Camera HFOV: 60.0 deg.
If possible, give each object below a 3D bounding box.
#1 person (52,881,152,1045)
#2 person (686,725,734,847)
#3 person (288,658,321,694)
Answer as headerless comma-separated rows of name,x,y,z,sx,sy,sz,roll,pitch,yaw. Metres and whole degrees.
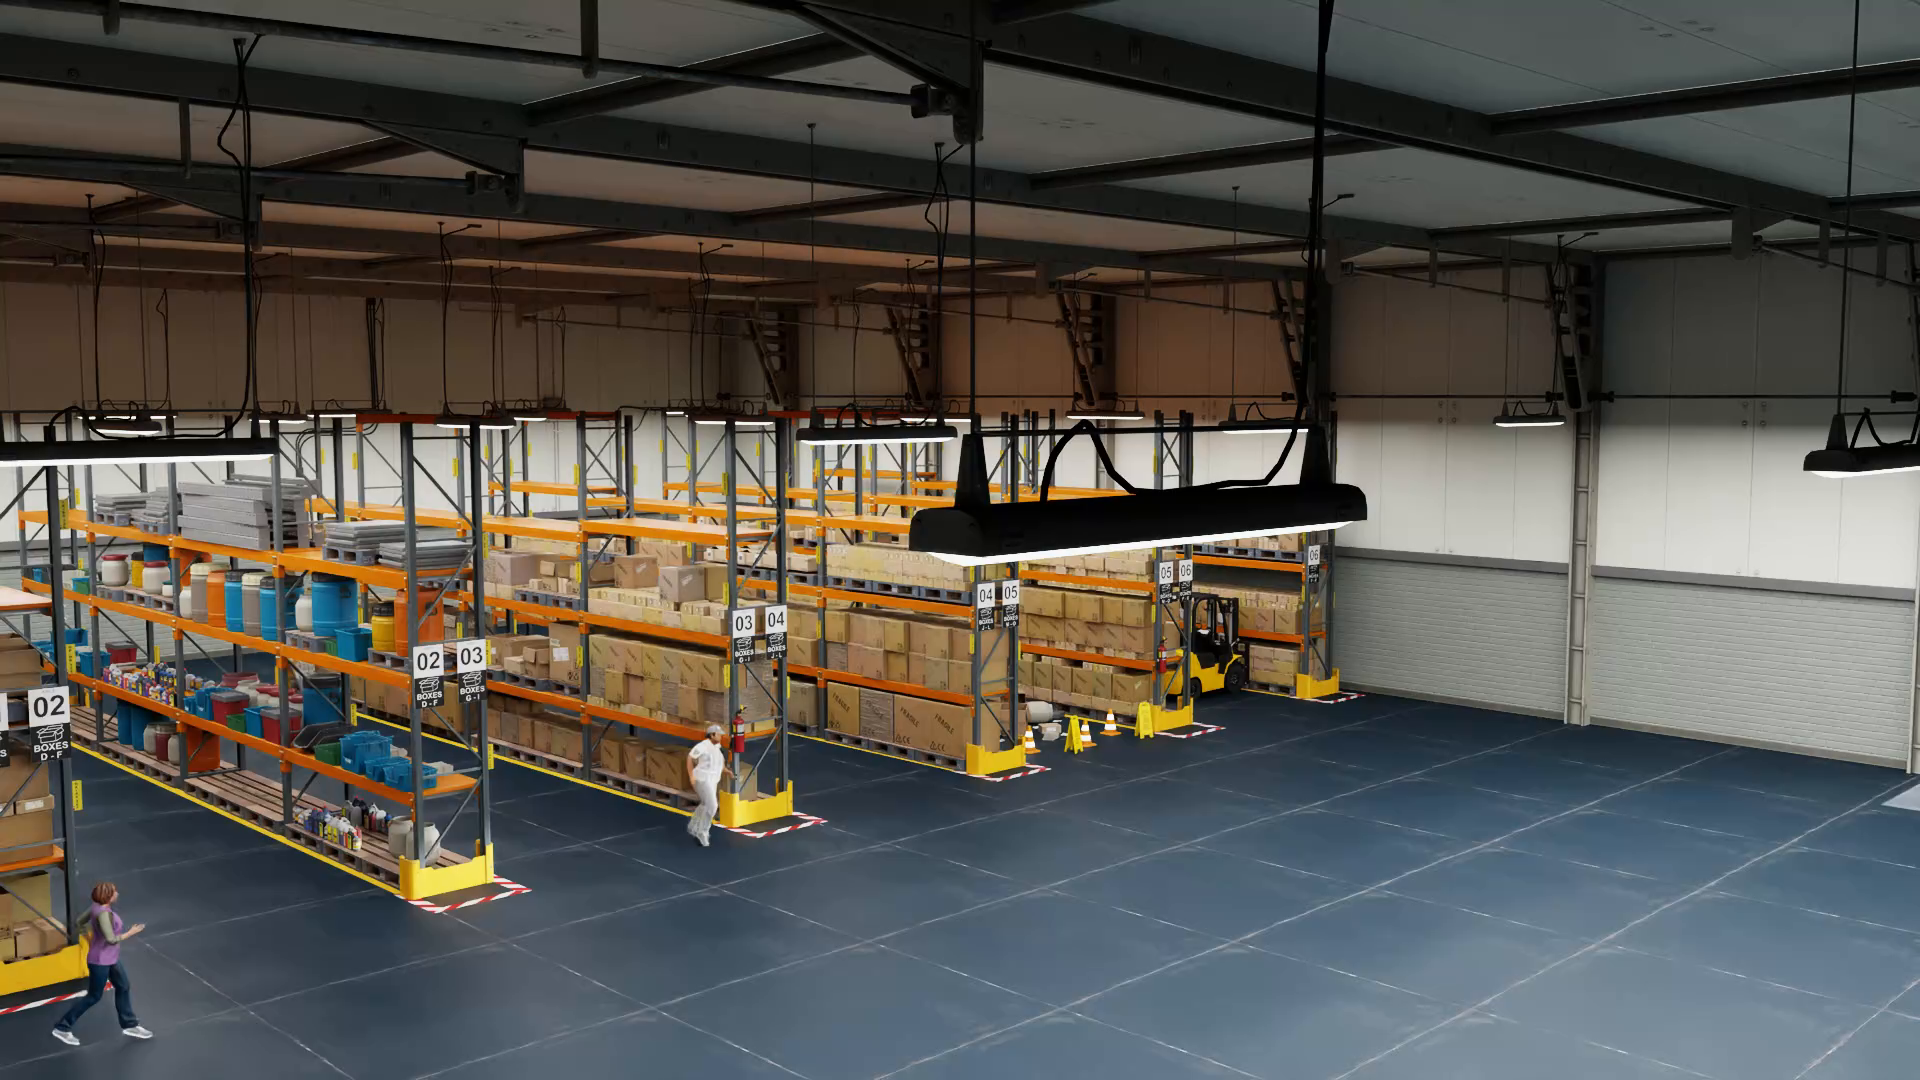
person,-8.341,4.107,16.122,0.861,1.609,0.515,-2,5,-24
person,-3.581,3.483,23.618,0.737,1.718,0.626,2,5,22
person,-12.656,2.711,32.197,0.726,1.741,0.579,5,7,43
